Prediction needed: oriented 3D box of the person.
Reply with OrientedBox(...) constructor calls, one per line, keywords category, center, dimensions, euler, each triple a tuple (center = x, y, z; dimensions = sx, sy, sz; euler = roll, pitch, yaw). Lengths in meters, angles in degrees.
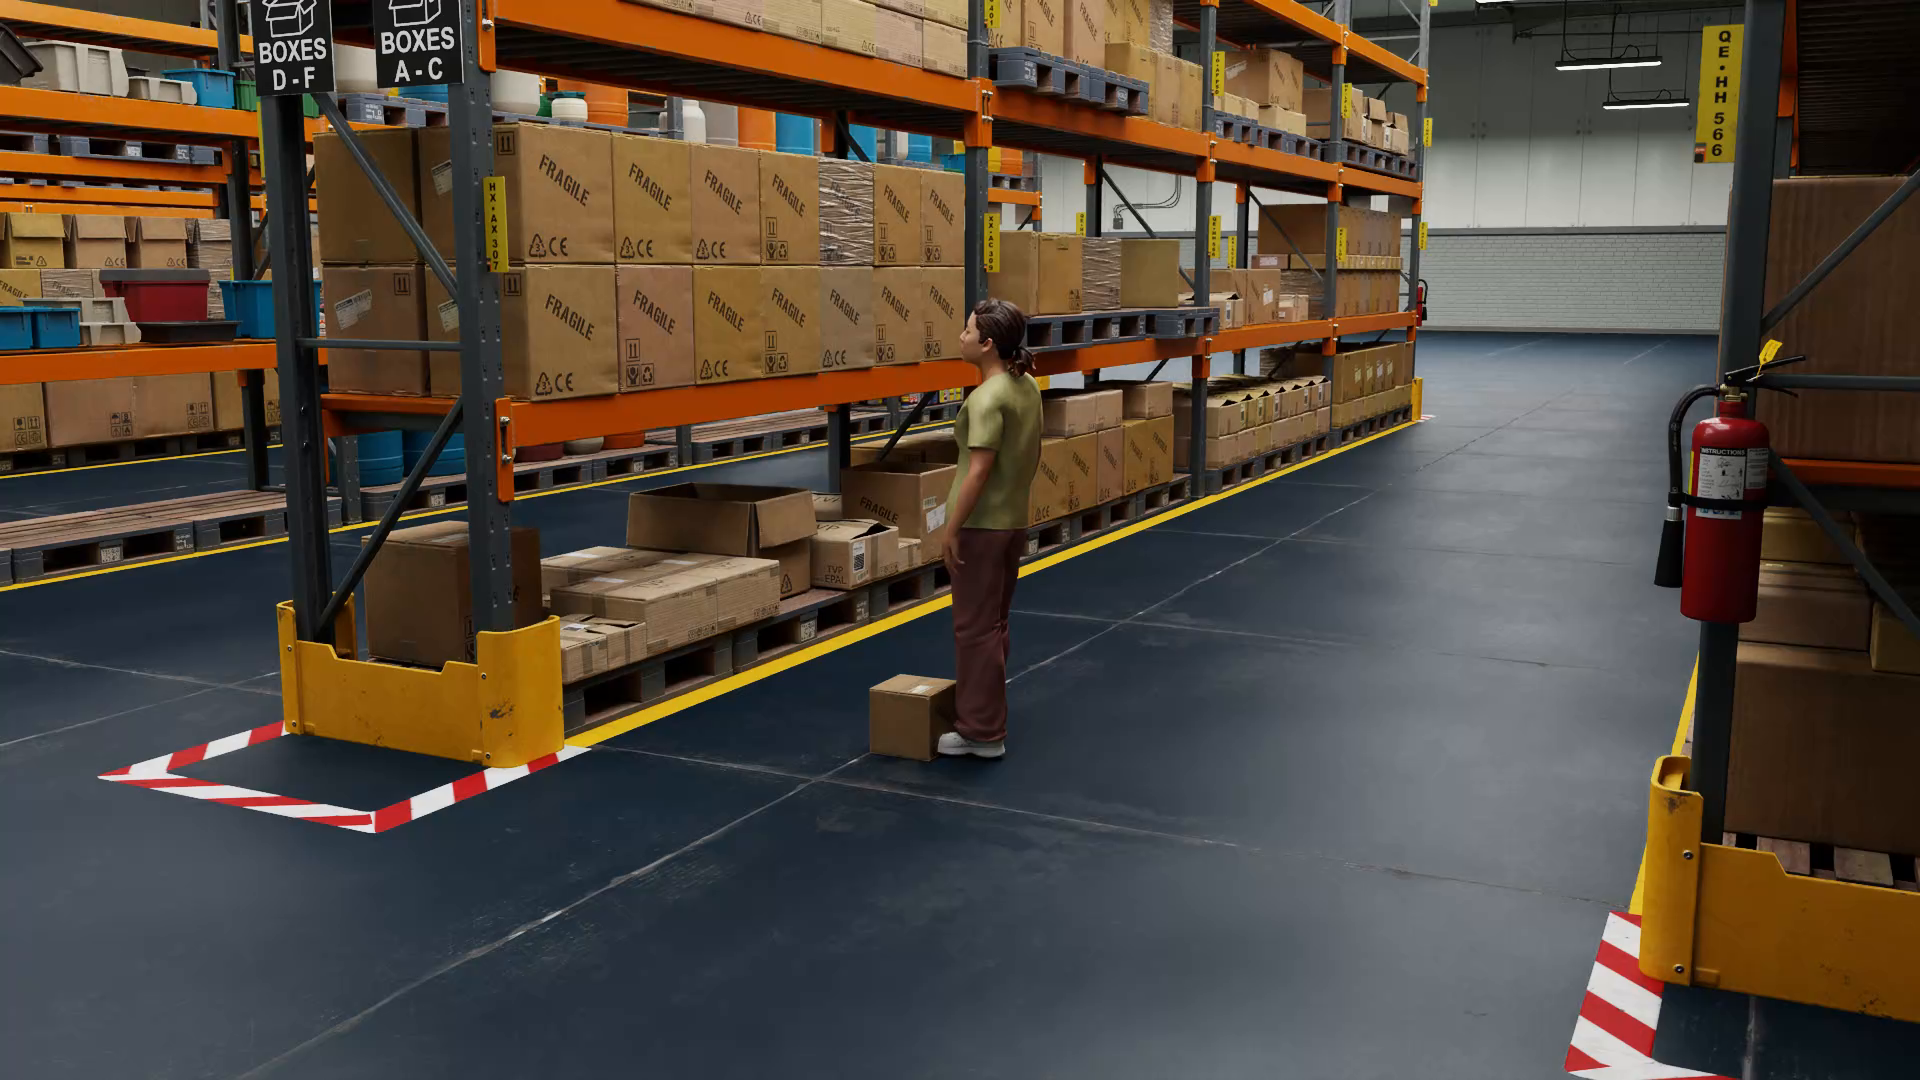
OrientedBox(category="person", center=(0.037, -0.038, 6.049), dimensions=(0.548, 1.674, 0.552), euler=(5, 10, 26))
